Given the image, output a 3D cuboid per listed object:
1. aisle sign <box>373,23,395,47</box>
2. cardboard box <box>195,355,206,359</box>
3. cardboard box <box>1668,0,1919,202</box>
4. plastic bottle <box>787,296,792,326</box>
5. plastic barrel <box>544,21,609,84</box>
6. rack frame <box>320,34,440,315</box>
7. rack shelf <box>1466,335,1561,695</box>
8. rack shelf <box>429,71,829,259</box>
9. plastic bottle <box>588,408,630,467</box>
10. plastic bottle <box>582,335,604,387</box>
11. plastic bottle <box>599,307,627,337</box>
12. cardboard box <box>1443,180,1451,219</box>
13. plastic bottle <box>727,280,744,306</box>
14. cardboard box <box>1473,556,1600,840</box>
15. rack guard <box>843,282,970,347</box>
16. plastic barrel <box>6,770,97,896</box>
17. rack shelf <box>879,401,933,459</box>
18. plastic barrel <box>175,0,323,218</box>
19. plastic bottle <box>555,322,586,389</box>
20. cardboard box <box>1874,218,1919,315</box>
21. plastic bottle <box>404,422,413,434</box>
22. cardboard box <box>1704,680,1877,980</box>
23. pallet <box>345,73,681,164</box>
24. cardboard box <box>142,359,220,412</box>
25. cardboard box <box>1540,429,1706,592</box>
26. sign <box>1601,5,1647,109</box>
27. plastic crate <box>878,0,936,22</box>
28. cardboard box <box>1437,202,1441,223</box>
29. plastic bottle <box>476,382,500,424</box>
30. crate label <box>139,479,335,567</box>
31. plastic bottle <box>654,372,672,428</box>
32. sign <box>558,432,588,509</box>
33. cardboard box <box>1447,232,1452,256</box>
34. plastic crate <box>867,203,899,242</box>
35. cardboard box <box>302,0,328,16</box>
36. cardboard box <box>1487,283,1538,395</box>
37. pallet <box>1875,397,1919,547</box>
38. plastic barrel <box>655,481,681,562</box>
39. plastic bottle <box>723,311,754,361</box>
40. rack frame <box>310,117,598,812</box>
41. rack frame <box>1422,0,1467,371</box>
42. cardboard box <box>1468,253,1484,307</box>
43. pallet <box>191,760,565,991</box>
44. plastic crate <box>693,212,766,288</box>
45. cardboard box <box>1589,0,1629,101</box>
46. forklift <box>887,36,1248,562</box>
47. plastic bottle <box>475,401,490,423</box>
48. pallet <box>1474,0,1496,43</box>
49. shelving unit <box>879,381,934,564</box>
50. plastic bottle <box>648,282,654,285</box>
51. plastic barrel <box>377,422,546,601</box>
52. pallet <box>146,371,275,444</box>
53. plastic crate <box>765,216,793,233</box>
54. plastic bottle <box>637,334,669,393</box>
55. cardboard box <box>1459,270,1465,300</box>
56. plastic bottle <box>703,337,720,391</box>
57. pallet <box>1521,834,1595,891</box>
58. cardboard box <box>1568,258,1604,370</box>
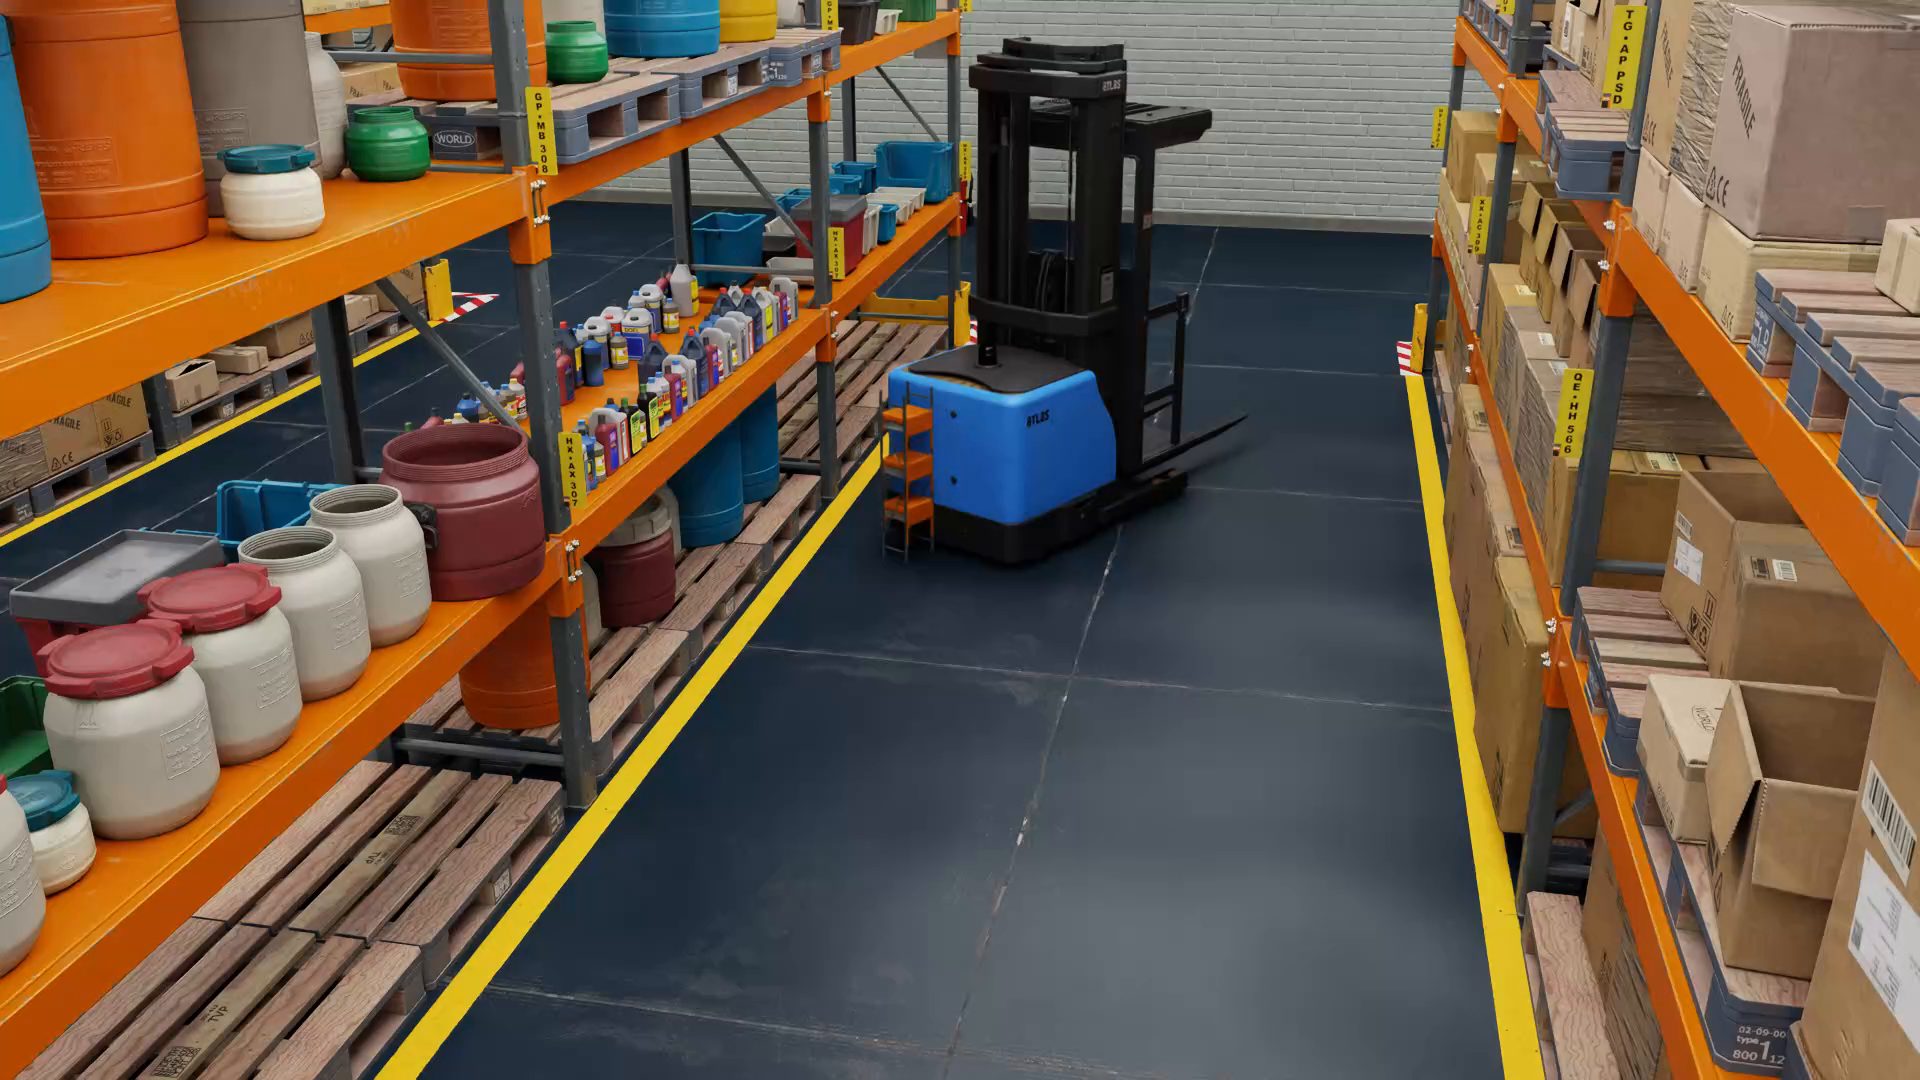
[{"bbox_3d":[-5.031,-4.760,14.677,0.394,0.787,0.004,4,22,11],"label":"aisle sign"},{"bbox_3d":[-6.170,-1.551,13.199,0.500,0.311,0.500,4,22,11],"label":"cardboard box"},{"bbox_3d":[2.265,-1.202,4.505,0.500,0.500,0.500,5,22,11],"label":"cardboard box"},{"bbox_3d":[-1.074,-1.405,10.093,0.097,0.201,0.097,0,22,0],"label":"plastic bottle"},{"bbox_3d":[-1.688,-2.132,7.262,0.294,0.245,0.294,0,22,0],"label":"plastic barrel"},{"bbox_3d":[-5.345,-3.552,15.159,1.000,3.000,0.127,4,22,11],"label":"rack frame"},{"bbox_3d":[3.128,-0.268,7.966,1.077,0.370,4.000,4,22,11],"label":"rack shelf"},{"bbox_3d":[-1.721,-2.037,8.343,1.077,0.370,4.000,4,22,11],"label":"rack shelf"},{"bbox_3d":[-1.630,-0.493,7.728,0.152,0.276,0.135,4,22,11],"label":"plastic bottle"},{"bbox_3d":[-1.966,-0.965,8.906,0.097,0.271,0.097,0,22,0],"label":"plastic bottle"},{"bbox_3d":[-1.969,-1.174,9.420,0.152,0.276,0.135,4,22,11],"label":"plastic bottle"},{"bbox_3d":[3.890,-2.519,12.395,0.500,0.250,0.500,4,22,10],"label":"cardboard box"},{"bbox_3d":[-1.321,-1.338,9.725,0.144,0.351,0.185,4,22,11],"label":"plastic bottle"},{"bbox_3d":[2.881,0.670,6.957,1.225,0.875,0.875,3,22,8],"label":"cardboard box"},{"bbox_3d":[-0.505,-2.024,14.709,1.175,0.500,0.348,4,22,11],"label":"rack guard"},{"bbox_3d":[-2.525,0.807,4.520,0.301,0.262,0.301,0,22,0],"label":"plastic barrel"},{"bbox_3d":[-0.316,-0.653,9.838,0.215,0.259,0.240,17,27,36],"label":"rack shelf"},{"bbox_3d":[-2.509,-1.588,5.595,0.600,0.901,0.600,0,22,0],"label":"plastic barrel"},{"bbox_3d":[-2.093,-0.995,8.874,0.144,0.351,0.185,4,22,11],"label":"plastic bottle"},{"bbox_3d":[2.188,-0.578,3.510,0.380,0.166,0.250,4,22,9],"label":"cardboard box"},{"bbox_3d":[-2.464,-0.374,7.423,0.061,0.283,0.133,4,22,11],"label":"plastic bottle"},{"bbox_3d":[2.167,0.709,3.877,0.797,0.503,0.637,7,23,16],"label":"cardboard box"},{"bbox_3d":[-1.877,-1.824,7.104,1.003,0.211,1.213,4,22,11],"label":"pallet"},{"bbox_3d":[-5.864,-1.183,12.287,0.500,0.311,0.500,4,22,11],"label":"cardboard box"},{"bbox_3d":[2.578,-0.116,6.492,0.500,0.500,0.500,5,23,13],"label":"cardboard box"},{"bbox_3d":[2.178,-1.583,5.456,0.100,0.325,0.005,4,22,11],"label":"sign"},{"bbox_3d":[-0.419,-4.084,12.747,0.450,0.188,0.336,4,22,11],"label":"plastic crate"},{"bbox_3d":[3.956,-2.575,13.067,0.380,0.149,0.250,5,22,12],"label":"cardboard box"},{"bbox_3d":[-2.296,-0.636,8.090,0.097,0.271,0.097,0,22,0],"label":"plastic bottle"},{"bbox_3d":[-2.597,0.079,6.096,0.502,0.435,0.616,4,22,11],"label":"crate label"},{"bbox_3d":[-1.486,-0.700,8.248,0.097,0.271,0.097,0,22,0],"label":"plastic bottle"},{"bbox_3d":[-1.589,-0.284,6.825,0.100,0.325,0.005,4,22,11],"label":"sign"},{"bbox_3d":[3.696,-2.104,11.899,0.380,0.149,0.250,4,22,10],"label":"cardboard box"},{"bbox_3d":[-0.665,-2.353,12.325,0.416,0.233,0.300,4,22,11],"label":"plastic crate"},{"bbox_3d":[-5.394,-4.300,13.202,0.500,0.250,0.500,4,22,11],"label":"cardboard box"},{"bbox_3d":[3.095,-1.046,8.802,0.500,0.500,0.500,4,22,11],"label":"cardboard box"},{"bbox_3d":[2.133,0.071,2.399,1.213,0.211,1.003,4,22,11],"label":"pallet"},{"bbox_3d":[-1.788,-0.095,9.342,0.421,0.512,0.421,0,22,0],"label":"plastic barrel"},{"bbox_3d":[-1.255,-1.166,9.400,0.152,0.276,0.135,4,22,11],"label":"plastic bottle"},{"bbox_3d":[-2.129,-0.248,6.953,1.000,3.000,0.127,4,22,11],"label":"rack frame"},{"bbox_3d":[4.352,-2.796,13.280,1.000,3.000,0.127,4,22,11],"label":"rack frame"},{"bbox_3d":[3.369,-1.583,10.071,0.500,0.250,0.500,4,22,10],"label":"cardboard box"},{"bbox_3d":[-2.325,1.326,6.778,1.003,0.211,1.213,4,22,11],"label":"pallet"},{"bbox_3d":[-1.552,-1.928,11.066,0.392,0.384,0.575,4,22,11],"label":"plastic crate"},{"bbox_3d":[2.863,-2.054,6.726,0.500,0.500,0.500,6,23,14],"label":"cardboard box"},{"bbox_3d":[0.870,-1.705,10.664,1.130,2.935,3.031,17,27,36],"label":"forklift"},{"bbox_3d":[-2.316,-0.568,8.015,0.097,0.201,0.097,0,22,0],"label":"plastic bottle"},{"bbox_3d":[3.964,-3.426,10.950,1.003,0.211,1.213,4,22,11],"label":"pallet"},{"bbox_3d":[-0.316,-0.400,9.940,0.215,1.050,0.252,17,27,36],"label":"shelving unit"},{"bbox_3d":[-1.858,-1.421,10.040,0.097,0.271,0.097,0,22,0],"label":"plastic bottle"},{"bbox_3d":[-1.927,-0.118,6.449,0.600,0.536,0.708,4,22,11],"label":"plastic barrel"},{"bbox_3d":[-6.020,-1.047,12.671,1.003,0.211,1.213,4,22,11],"label":"pallet"},{"bbox_3d":[-1.252,-2.276,12.262,0.293,0.136,0.466,4,22,11],"label":"plastic crate"},{"bbox_3d":[-1.581,-0.886,8.604,0.144,0.351,0.185,4,22,11],"label":"plastic bottle"},{"bbox_3d":[3.435,-1.635,10.734,0.380,0.149,0.250,5,22,12],"label":"cardboard box"},{"bbox_3d":[-1.332,-0.947,8.847,0.061,0.283,0.133,4,22,11],"label":"plastic bottle"},{"bbox_3d":[2.954,1.141,7.238,1.003,0.211,1.213,4,22,11],"label":"pallet"},{"bbox_3d":[3.020,-0.886,7.062,0.797,0.503,0.637,5,22,12],"label":"cardboard box"}]
